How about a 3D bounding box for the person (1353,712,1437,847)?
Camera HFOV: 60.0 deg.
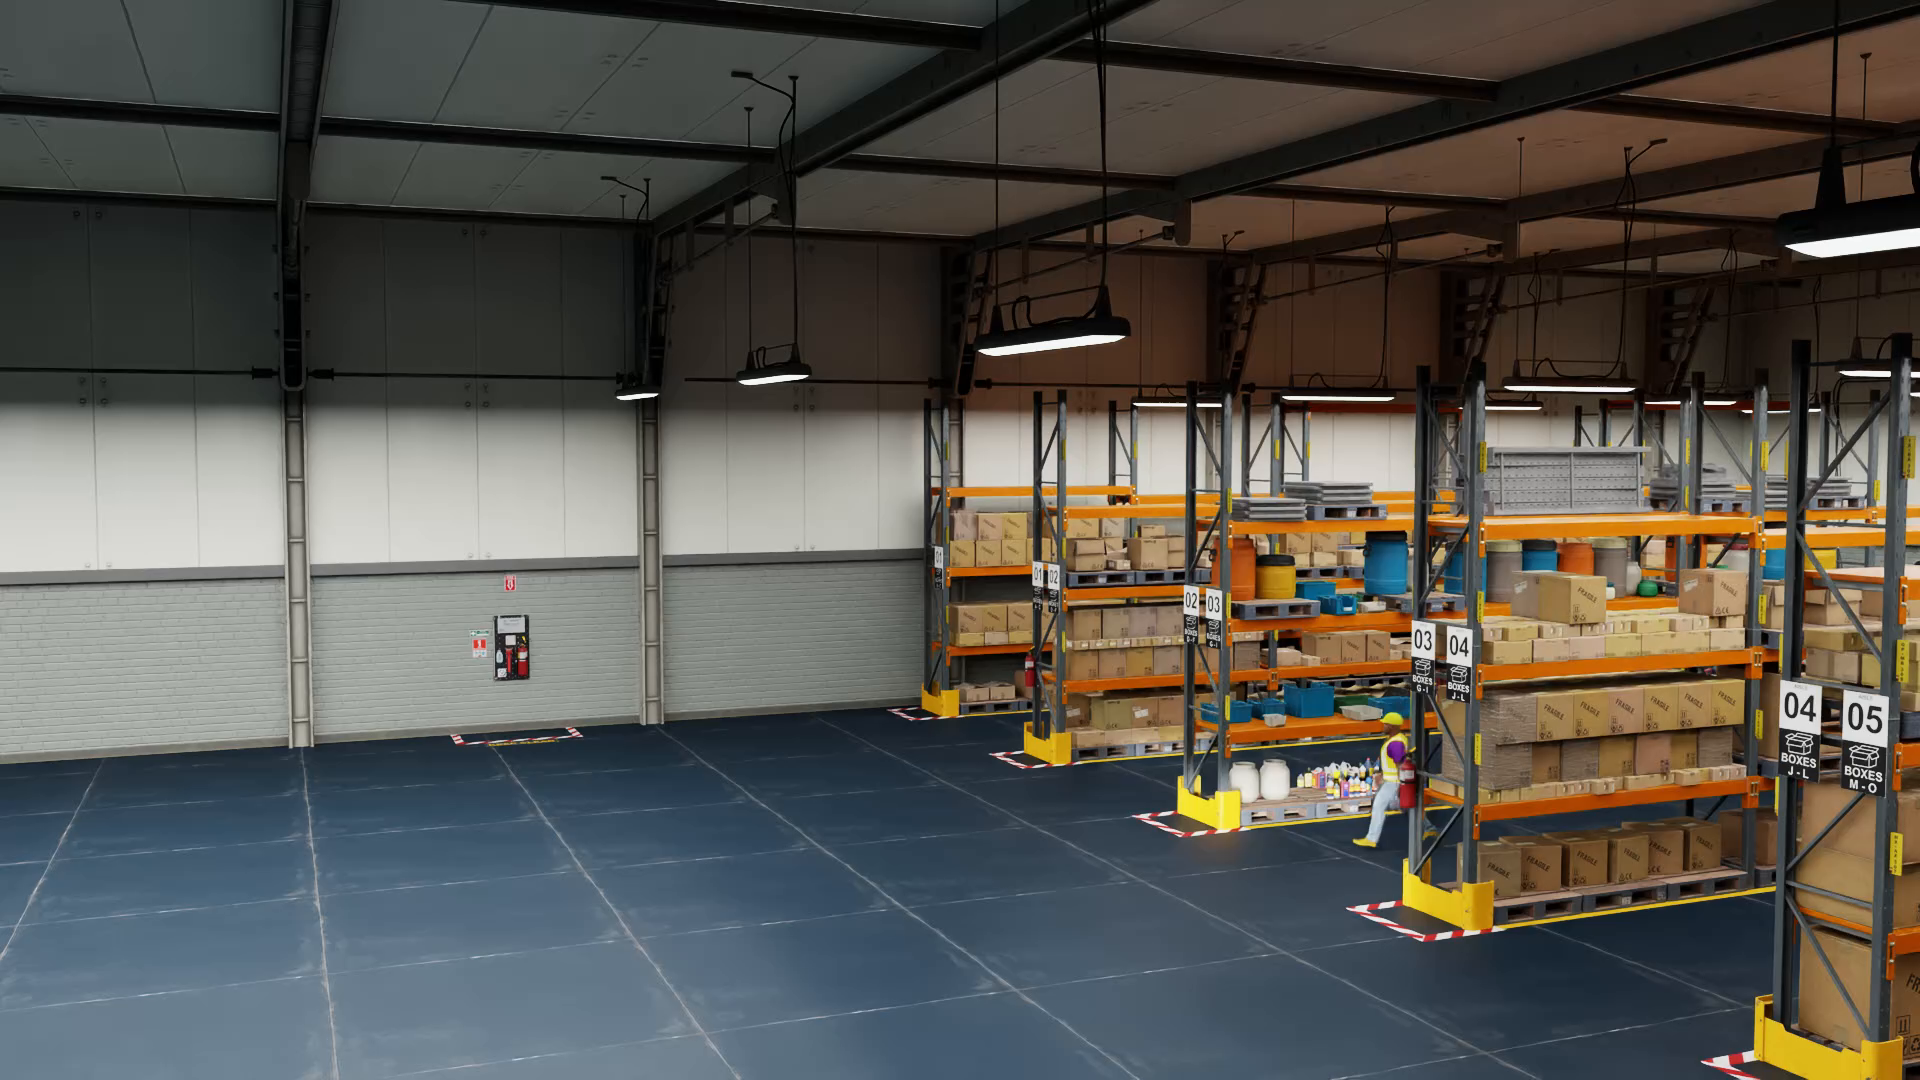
[{"bbox_3d":[5.553,3.048,21.196,1.093,1.716,0.638,0,3,5],"label":"person"}]
